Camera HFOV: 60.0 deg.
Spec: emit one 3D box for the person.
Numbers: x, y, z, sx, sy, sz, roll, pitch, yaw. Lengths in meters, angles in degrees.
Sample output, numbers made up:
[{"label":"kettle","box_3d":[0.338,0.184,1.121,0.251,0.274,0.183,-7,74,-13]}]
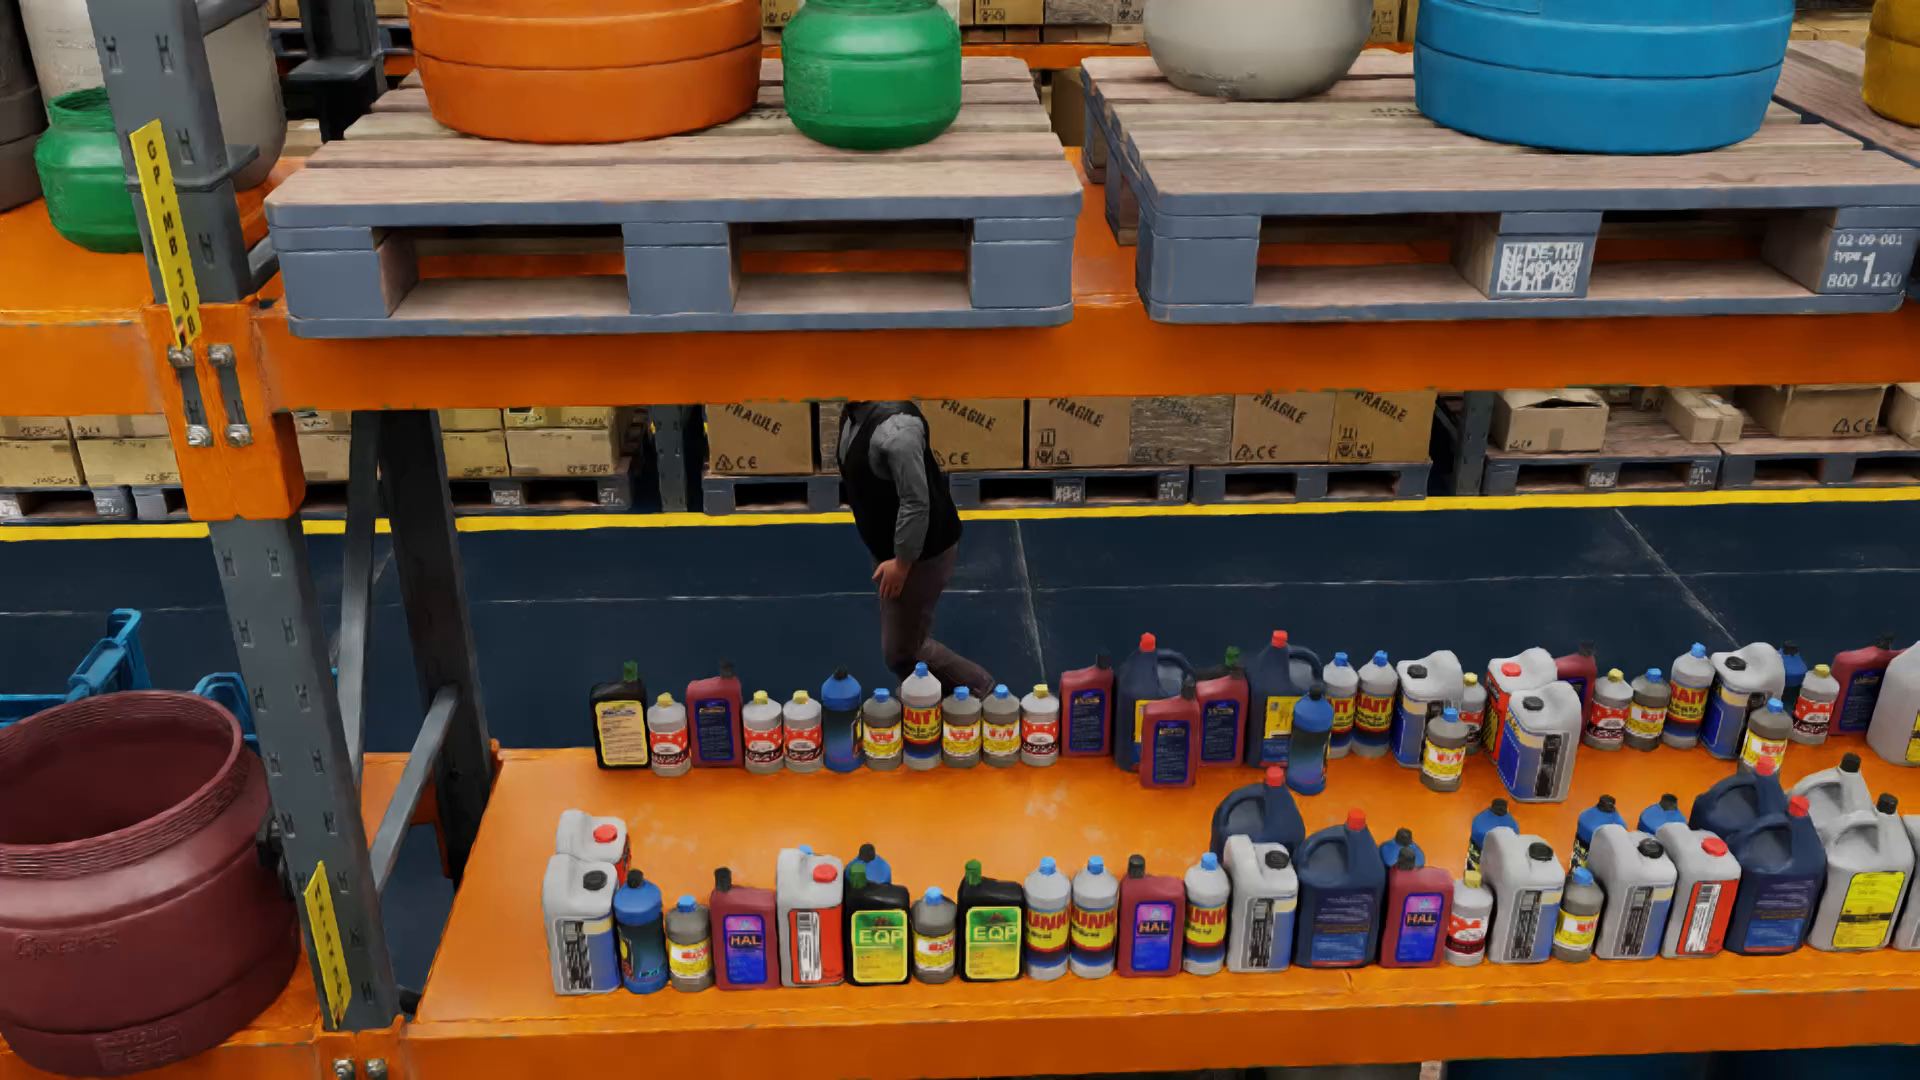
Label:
[{"label":"person","box_3d":[-0.188,0.010,6.140,0.620,1.700,0.547,-12,30,-21]}]
